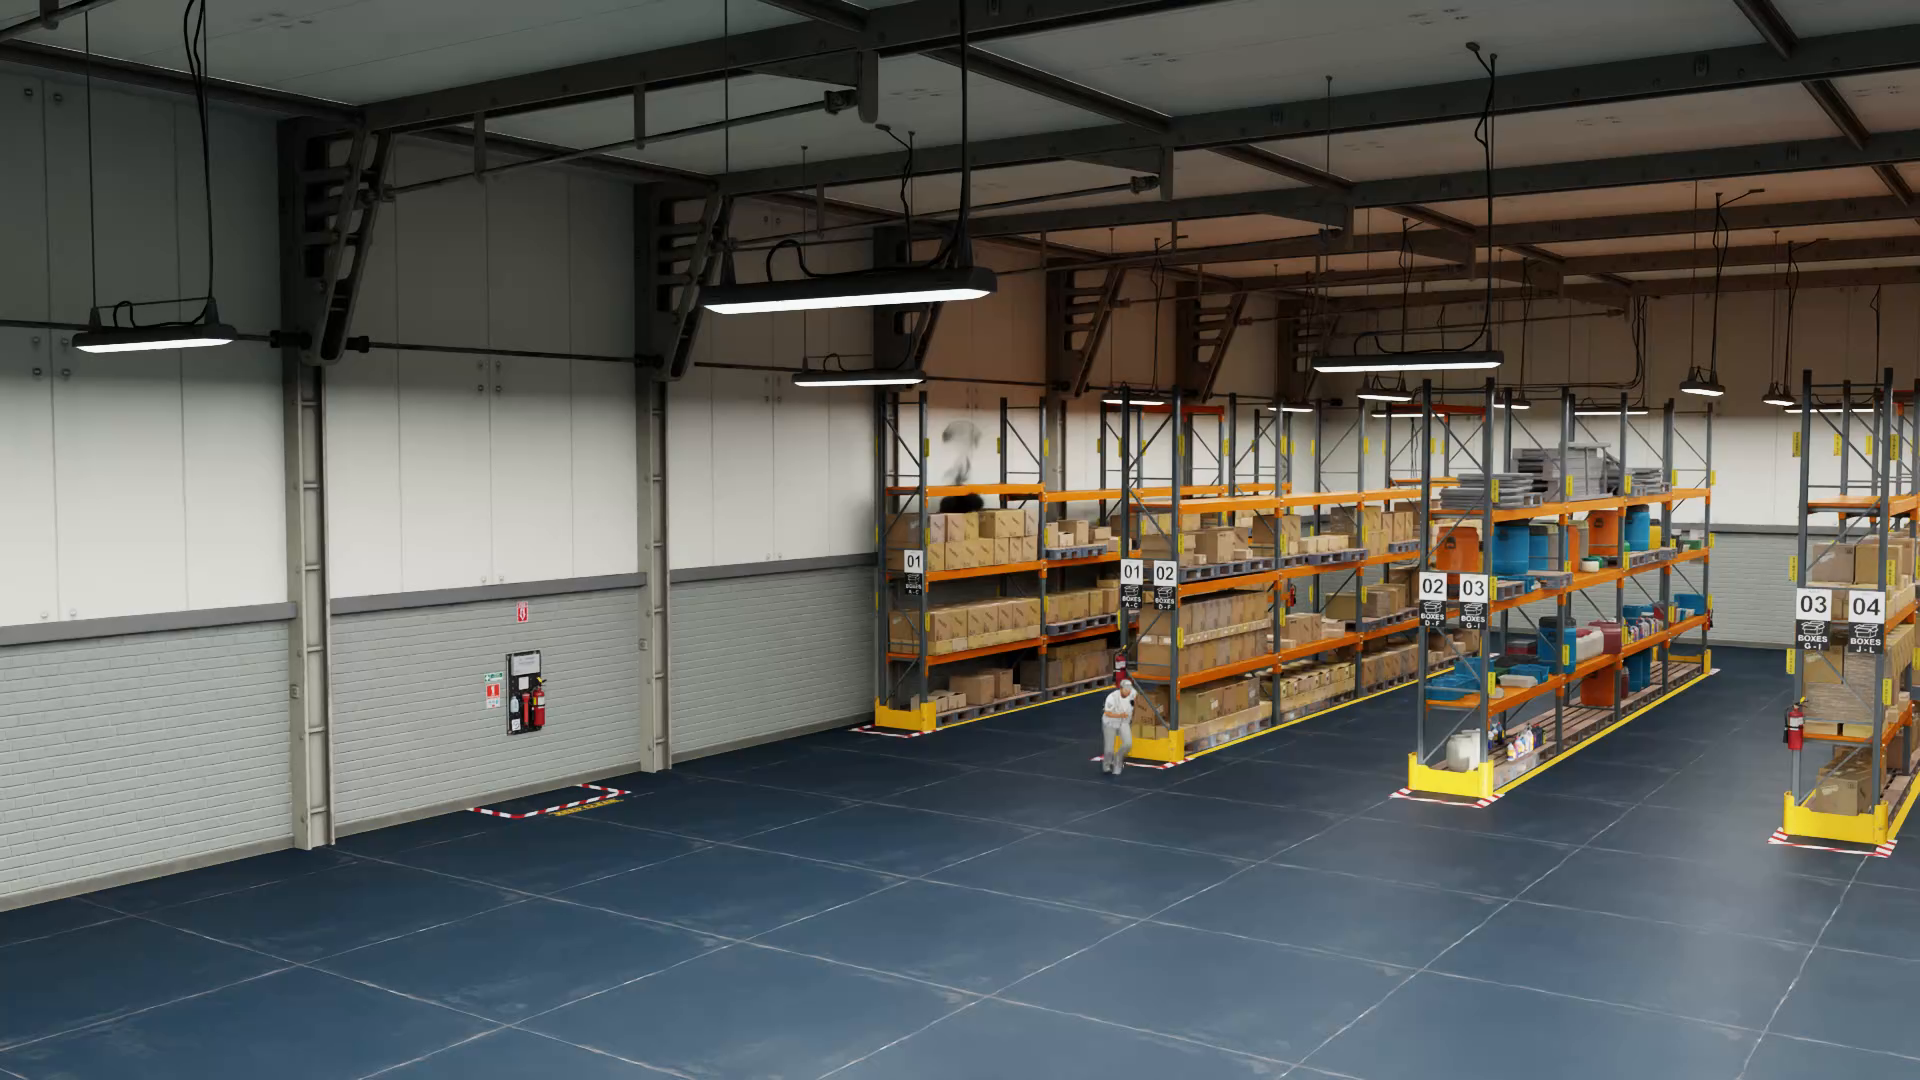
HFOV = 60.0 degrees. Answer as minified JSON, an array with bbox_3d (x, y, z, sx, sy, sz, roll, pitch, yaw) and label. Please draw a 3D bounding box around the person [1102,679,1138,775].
[{"bbox_3d":[2.442,2.837,25.293,0.634,1.519,0.887,-1,3,-20],"label":"person"}]
